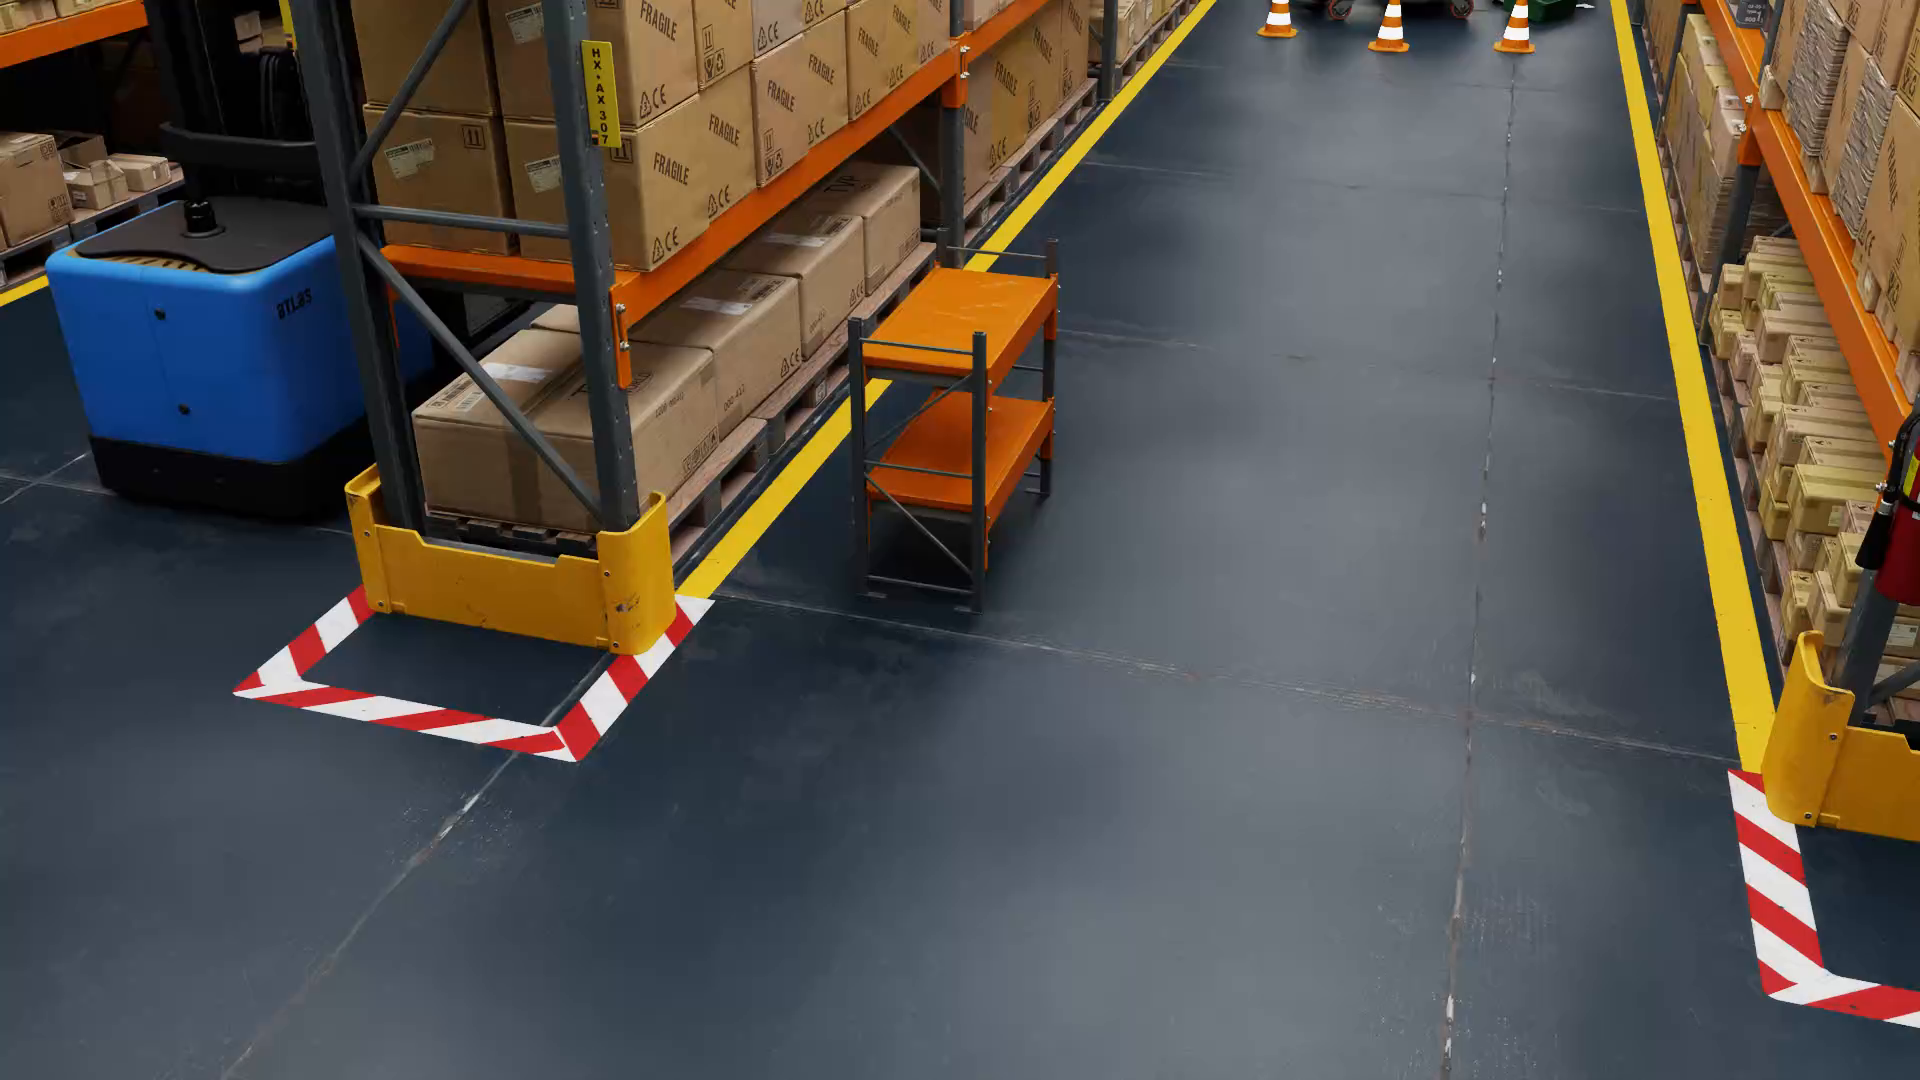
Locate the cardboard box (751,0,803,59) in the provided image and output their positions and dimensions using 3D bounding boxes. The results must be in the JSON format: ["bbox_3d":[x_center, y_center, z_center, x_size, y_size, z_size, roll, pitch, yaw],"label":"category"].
[{"bbox_3d":[-0.946,-2.203,6.494,0.500,0.500,0.500,8,30,14],"label":"cardboard box"}]

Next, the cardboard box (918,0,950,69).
[{"bbox_3d":[-0.366,-2.709,8.432,0.500,0.500,0.500,9,30,15],"label":"cardboard box"}]

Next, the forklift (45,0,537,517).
[{"bbox_3d":[-2.731,-2.078,7.471,1.130,2.935,3.031,8,30,15],"label":"forklift"}]

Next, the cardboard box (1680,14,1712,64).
[{"bbox_3d":[5.028,-3.250,10.875,0.500,0.250,0.500,7,30,13],"label":"cardboard box"}]

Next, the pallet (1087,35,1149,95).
[{"bbox_3d":[0.931,-3.921,13.581,1.003,0.211,1.213,8,30,15],"label":"pallet"}]

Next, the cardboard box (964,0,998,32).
[{"bbox_3d":[-0.092,-3.019,9.246,0.500,0.250,0.500,8,30,14],"label":"cardboard box"}]

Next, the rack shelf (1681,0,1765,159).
[{"bbox_3d":[4.875,-2.873,9.570,1.077,0.370,4.000,8,30,15],"label":"rack shelf"}]

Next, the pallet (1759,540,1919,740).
[{"bbox_3d":[3.408,0.411,5.793,1.003,0.211,1.213,8,30,15],"label":"pallet"}]

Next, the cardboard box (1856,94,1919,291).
[{"bbox_3d":[3.156,-1.057,5.156,0.500,0.500,0.500,8,30,14],"label":"cardboard box"}]

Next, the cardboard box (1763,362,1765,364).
[{"bbox_3d":[3.768,-0.829,7.350,0.380,0.149,0.250,7,30,12],"label":"cardboard box"}]

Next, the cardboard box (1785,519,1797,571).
[{"bbox_3d":[3.267,0.027,6.116,0.380,0.149,0.250,9,30,15],"label":"cardboard box"}]

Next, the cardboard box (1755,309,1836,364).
[{"bbox_3d":[3.616,-0.850,7.082,0.380,0.149,0.250,9,30,16],"label":"cardboard box"}]

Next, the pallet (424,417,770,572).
[{"bbox_3d":[-1.488,-0.223,6.934,1.003,0.211,1.213,8,30,15],"label":"pallet"}]

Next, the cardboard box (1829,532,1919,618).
[{"bbox_3d":[3.027,0.121,5.336,0.380,0.149,0.250,9,30,15],"label":"cardboard box"}]

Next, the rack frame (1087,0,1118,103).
[{"bbox_3d":[0.700,-4.777,12.251,1.000,3.000,0.127,8,30,15],"label":"rack frame"}]

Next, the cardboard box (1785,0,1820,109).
[{"bbox_3d":[3.763,-2.007,6.863,0.500,0.500,0.500,8,30,15],"label":"cardboard box"}]

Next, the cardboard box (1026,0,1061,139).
[{"bbox_3d":[0.152,-3.309,11.366,0.875,0.875,0.875,9,30,15],"label":"cardboard box"}]

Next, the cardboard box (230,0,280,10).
[{"bbox_3d":[-5.048,-3.819,12.001,0.380,0.149,0.250,9,30,16],"label":"cardboard box"}]

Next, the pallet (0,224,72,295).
[{"bbox_3d":[-5.779,-1.518,9.261,1.003,0.211,1.213,8,30,15],"label":"pallet"}]

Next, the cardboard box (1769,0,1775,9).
[{"bbox_3d":[4.366,-2.781,8.490,0.380,0.149,0.250,8,30,15],"label":"cardboard box"}]

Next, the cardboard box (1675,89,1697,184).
[{"bbox_3d":[4.720,-2.443,10.195,0.500,0.500,0.500,8,30,14],"label":"cardboard box"}]

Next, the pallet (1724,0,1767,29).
[{"bbox_3d":[4.920,-3.108,9.448,1.003,0.211,1.213,8,30,15],"label":"pallet"}]

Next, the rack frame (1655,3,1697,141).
[{"bbox_3d":[5.462,-4.117,11.066,1.000,3.000,0.127,8,30,15],"label":"rack frame"}]

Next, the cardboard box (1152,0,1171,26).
[{"bbox_3d":[1.313,-4.769,14.508,0.950,0.372,0.625,10,30,17],"label":"cardboard box"}]

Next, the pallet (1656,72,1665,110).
[{"bbox_3d":[5.765,-3.254,12.383,1.003,0.211,1.213,8,30,15],"label":"pallet"}]

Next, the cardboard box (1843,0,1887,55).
[{"bbox_3d":[3.455,-1.983,5.792,0.500,0.500,0.500,7,30,13],"label":"cardboard box"}]

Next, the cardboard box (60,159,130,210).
[{"bbox_3d":[-5.208,-2.146,9.903,0.396,0.266,0.258,10,30,17],"label":"cardboard box"}]

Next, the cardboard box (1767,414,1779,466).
[{"bbox_3d":[3.379,-0.354,6.495,0.380,0.149,0.250,10,31,17],"label":"cardboard box"}]

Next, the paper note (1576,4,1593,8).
[{"bbox_3d":[5.968,-5.121,15.923,0.147,0.020,0.142,-12,31,-20],"label":"paper note"}]

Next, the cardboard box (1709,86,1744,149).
[{"bbox_3d":[4.428,-2.296,9.160,0.500,0.250,0.500,10,31,17],"label":"cardboard box"}]

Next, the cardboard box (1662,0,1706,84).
[{"bbox_3d":[5.727,-3.588,11.996,1.050,0.750,0.750,8,30,14],"label":"cardboard box"}]

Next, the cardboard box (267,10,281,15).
[{"bbox_3d":[-4.612,-3.628,11.659,0.380,0.149,0.250,8,30,15],"label":"cardboard box"}]

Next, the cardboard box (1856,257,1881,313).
[{"bbox_3d":[3.160,-0.832,5.419,0.380,0.149,0.250,9,30,16],"label":"cardboard box"}]

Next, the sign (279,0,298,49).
[{"bbox_3d":[-2.163,-1.752,5.380,0.100,0.325,0.005,8,30,15],"label":"sign"}]

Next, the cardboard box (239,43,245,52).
[{"bbox_3d":[-4.860,-3.128,10.759,0.380,0.149,0.250,10,31,17],"label":"cardboard box"}]

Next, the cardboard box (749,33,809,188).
[{"bbox_3d":[-0.944,-1.757,6.721,0.500,0.500,0.500,8,30,15],"label":"cardboard box"}]

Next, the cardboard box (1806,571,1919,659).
[{"bbox_3d":[2.996,0.247,5.415,0.380,0.149,0.250,8,30,14],"label":"cardboard box"}]

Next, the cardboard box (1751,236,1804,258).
[{"bbox_3d":[3.989,-1.325,7.936,0.380,0.149,0.250,10,31,17],"label":"cardboard box"}]

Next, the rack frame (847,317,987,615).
[{"bbox_3d":[-0.151,-0.252,6.046,0.500,1.125,0.032,8,30,15],"label":"rack frame"}]

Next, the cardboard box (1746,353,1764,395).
[{"bbox_3d":[3.746,-0.701,7.425,0.380,0.149,0.250,8,30,14],"label":"cardboard box"}]

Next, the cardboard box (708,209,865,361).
[{"bbox_3d":[-1.023,-1.289,8.185,0.875,0.438,0.875,8,30,13],"label":"cardboard box"}]

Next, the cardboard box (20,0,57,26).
[{"bbox_3d":[-5.284,-2.964,9.251,0.380,0.149,0.250,9,30,16],"label":"cardboard box"}]

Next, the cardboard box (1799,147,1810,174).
[{"bbox_3d":[3.637,-1.568,6.742,0.380,0.149,0.250,9,30,16],"label":"cardboard box"}]

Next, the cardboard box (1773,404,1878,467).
[{"bbox_3d":[3.272,-0.370,6.219,0.380,0.149,0.250,10,31,17],"label":"cardboard box"}]

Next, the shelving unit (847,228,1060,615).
[{"bbox_3d":[-0.002,-0.488,6.471,0.538,1.125,1.048,8,30,15],"label":"shelving unit"}]
